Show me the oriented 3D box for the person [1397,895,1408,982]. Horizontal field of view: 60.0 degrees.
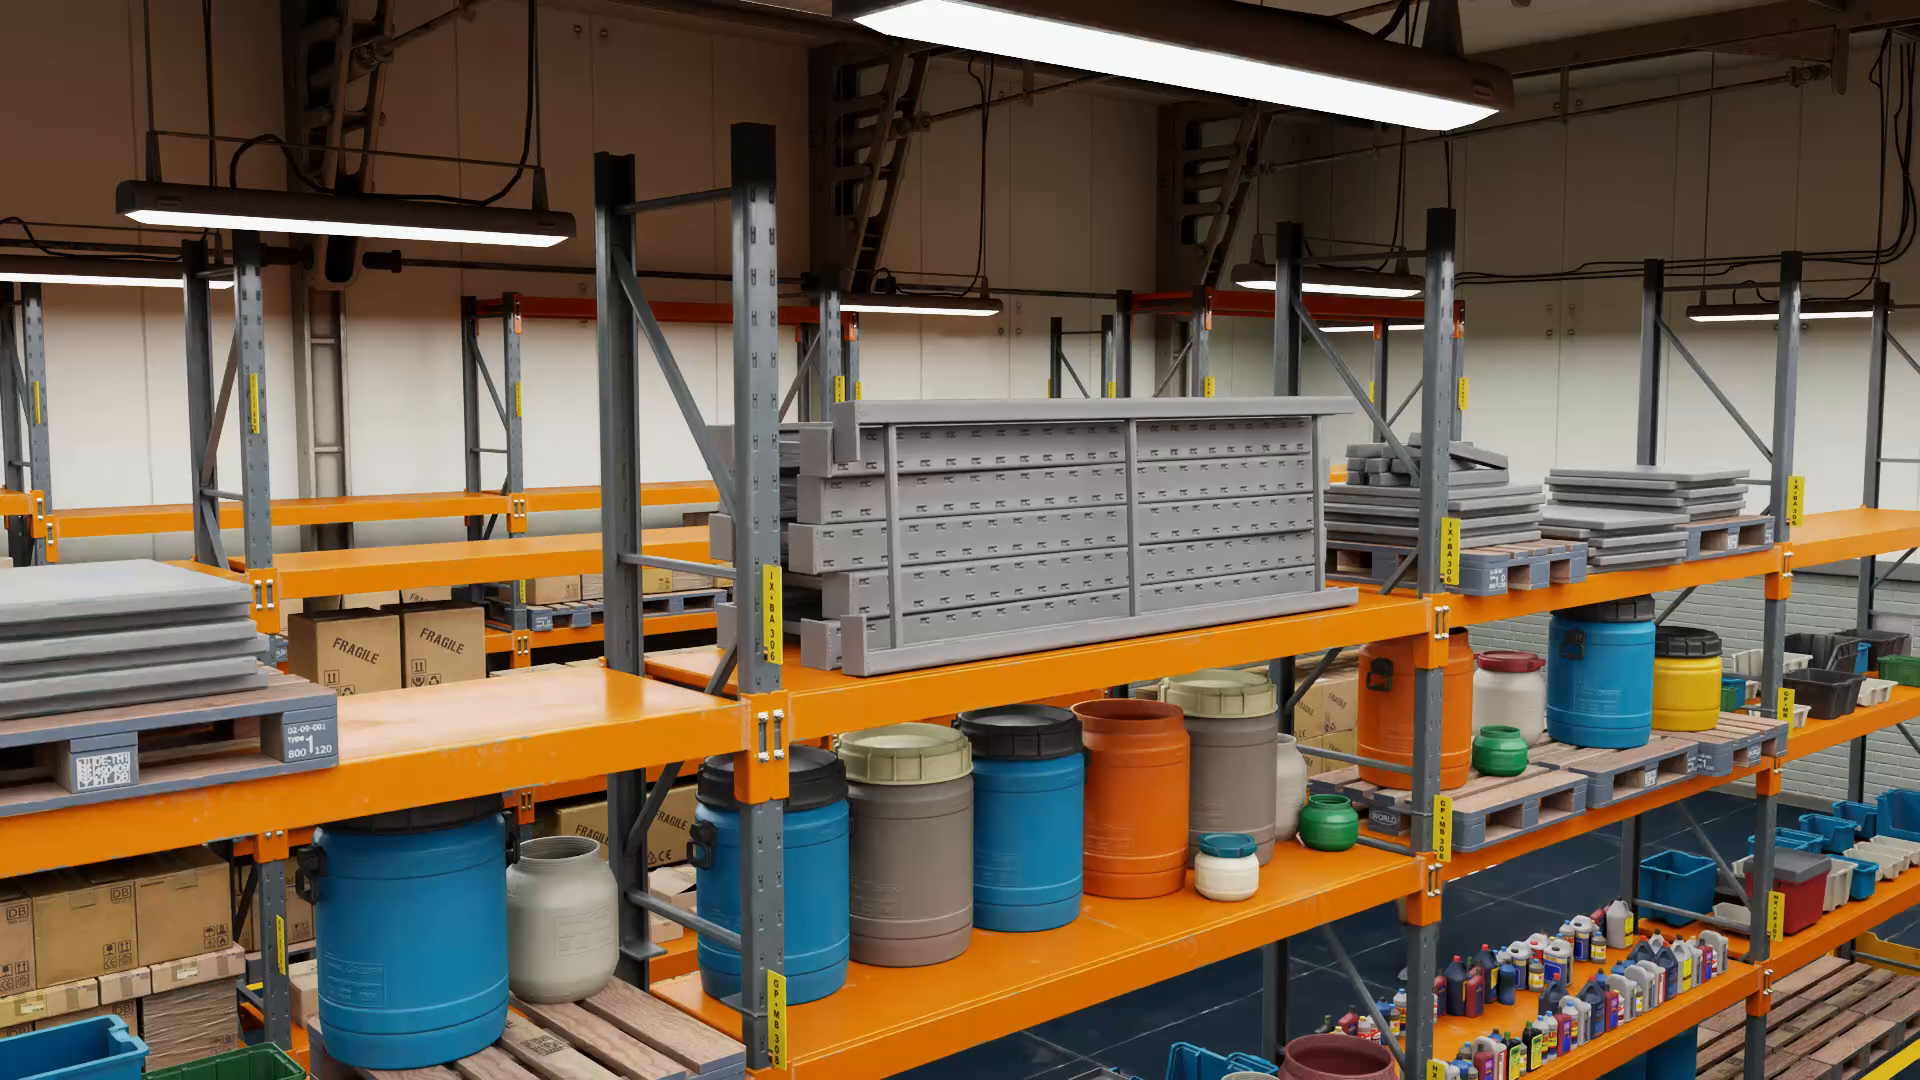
[{"bbox_3d":[4.069,2.946,14.652,0.662,1.713,0.866,4,7,37],"label":"person"}]
